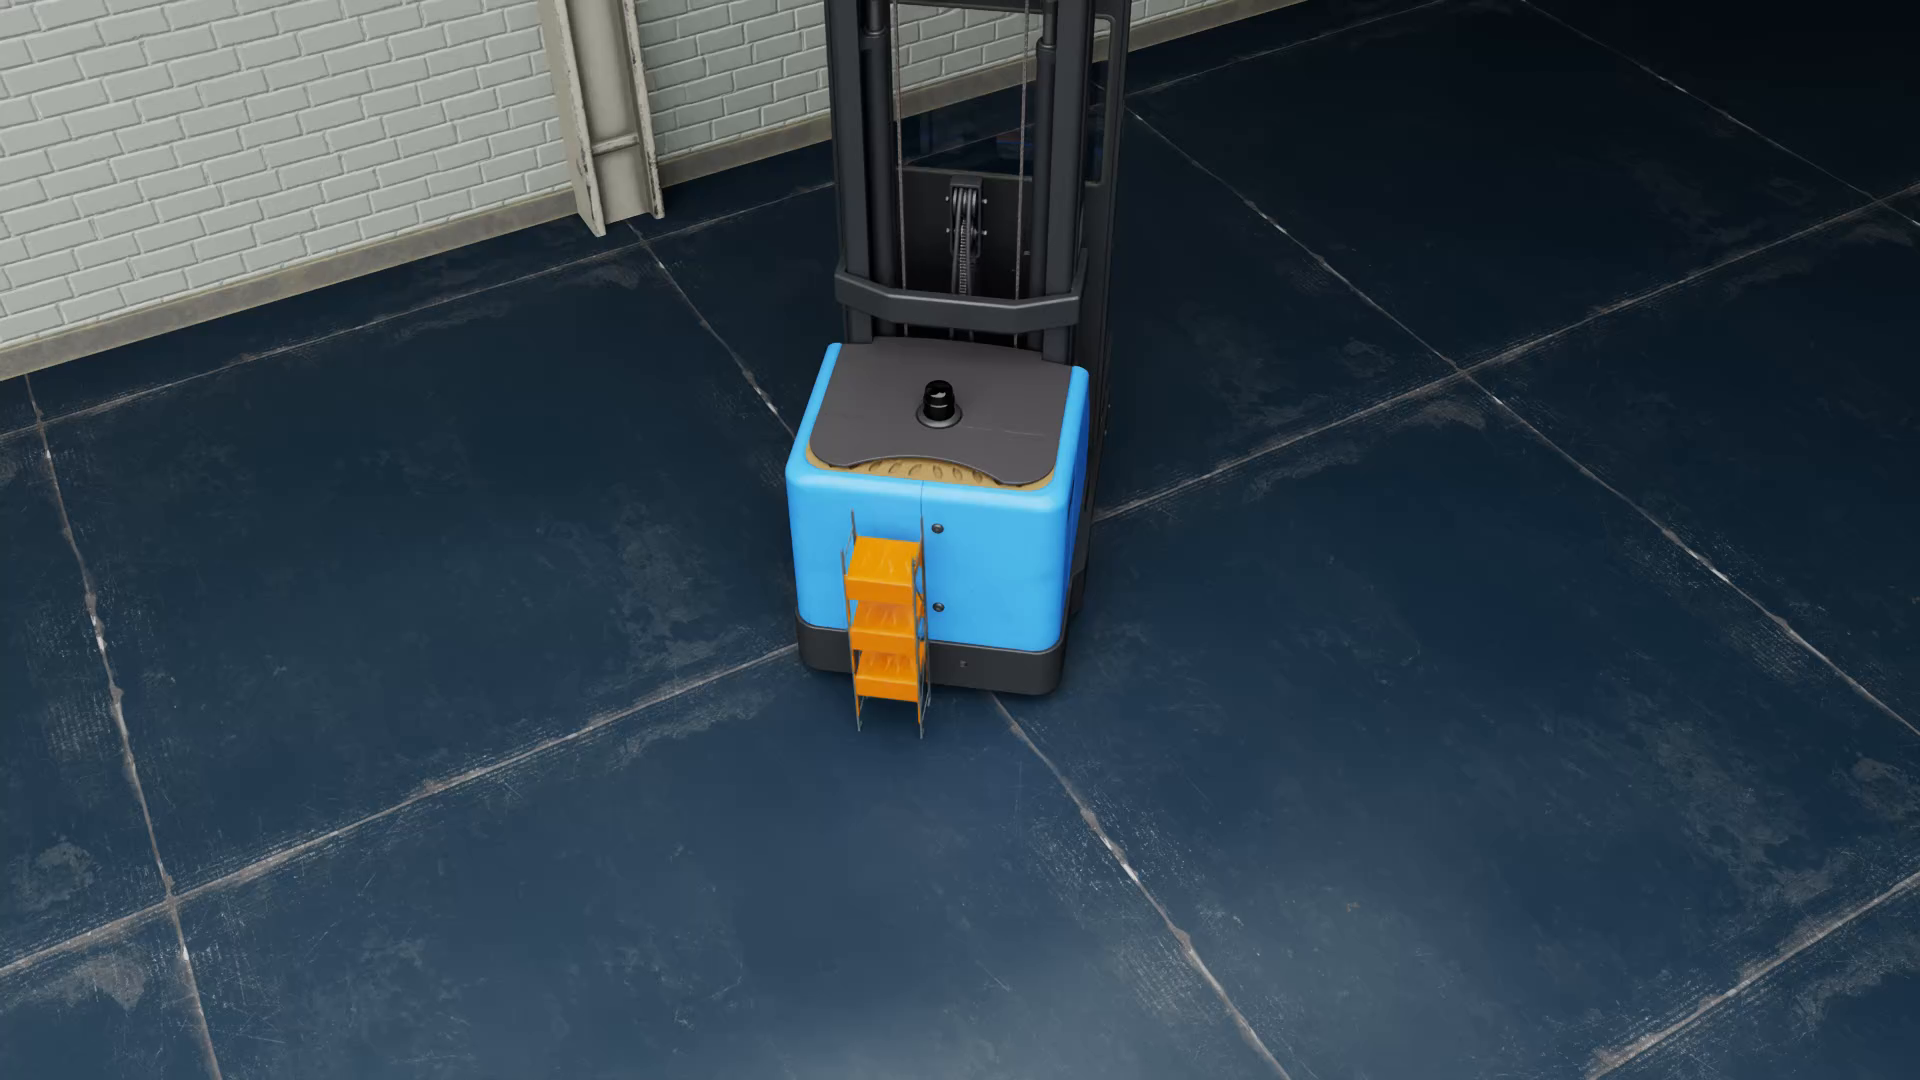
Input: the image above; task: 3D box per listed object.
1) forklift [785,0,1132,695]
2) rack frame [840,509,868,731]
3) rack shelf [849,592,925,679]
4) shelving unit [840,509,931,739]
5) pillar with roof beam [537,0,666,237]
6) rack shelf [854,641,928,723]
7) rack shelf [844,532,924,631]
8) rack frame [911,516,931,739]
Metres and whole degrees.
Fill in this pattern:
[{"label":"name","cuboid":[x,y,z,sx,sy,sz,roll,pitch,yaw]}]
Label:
[{"label":"forklift","cuboid":[0.099,-1.485,6.605,1.130,2.935,3.031,6,44,6]},{"label":"rack frame","cuboid":[-0.380,0.315,6.091,0.008,1.050,0.200,6,49,6]},{"label":"rack shelf","cuboid":[-0.260,0.335,6.085,0.240,0.259,0.215,6,49,6]},{"label":"shelving unit","cuboid":[-0.260,0.328,6.077,0.252,1.050,0.215,6,49,6]},{"label":"pillar with roof beam","cuboid":[0.308,-2.401,3.192,0.400,9.000,9.100,-22,48,-21]},{"label":"rack shelf","cuboid":[-0.256,0.520,6.293,0.240,0.259,0.215,6,49,6]},{"label":"rack shelf","cuboid":[-0.263,0.146,5.874,0.240,0.259,0.215,6,49,6]},{"label":"rack frame","cuboid":[-0.139,0.341,6.064,0.008,1.050,0.200,6,49,6]}]
